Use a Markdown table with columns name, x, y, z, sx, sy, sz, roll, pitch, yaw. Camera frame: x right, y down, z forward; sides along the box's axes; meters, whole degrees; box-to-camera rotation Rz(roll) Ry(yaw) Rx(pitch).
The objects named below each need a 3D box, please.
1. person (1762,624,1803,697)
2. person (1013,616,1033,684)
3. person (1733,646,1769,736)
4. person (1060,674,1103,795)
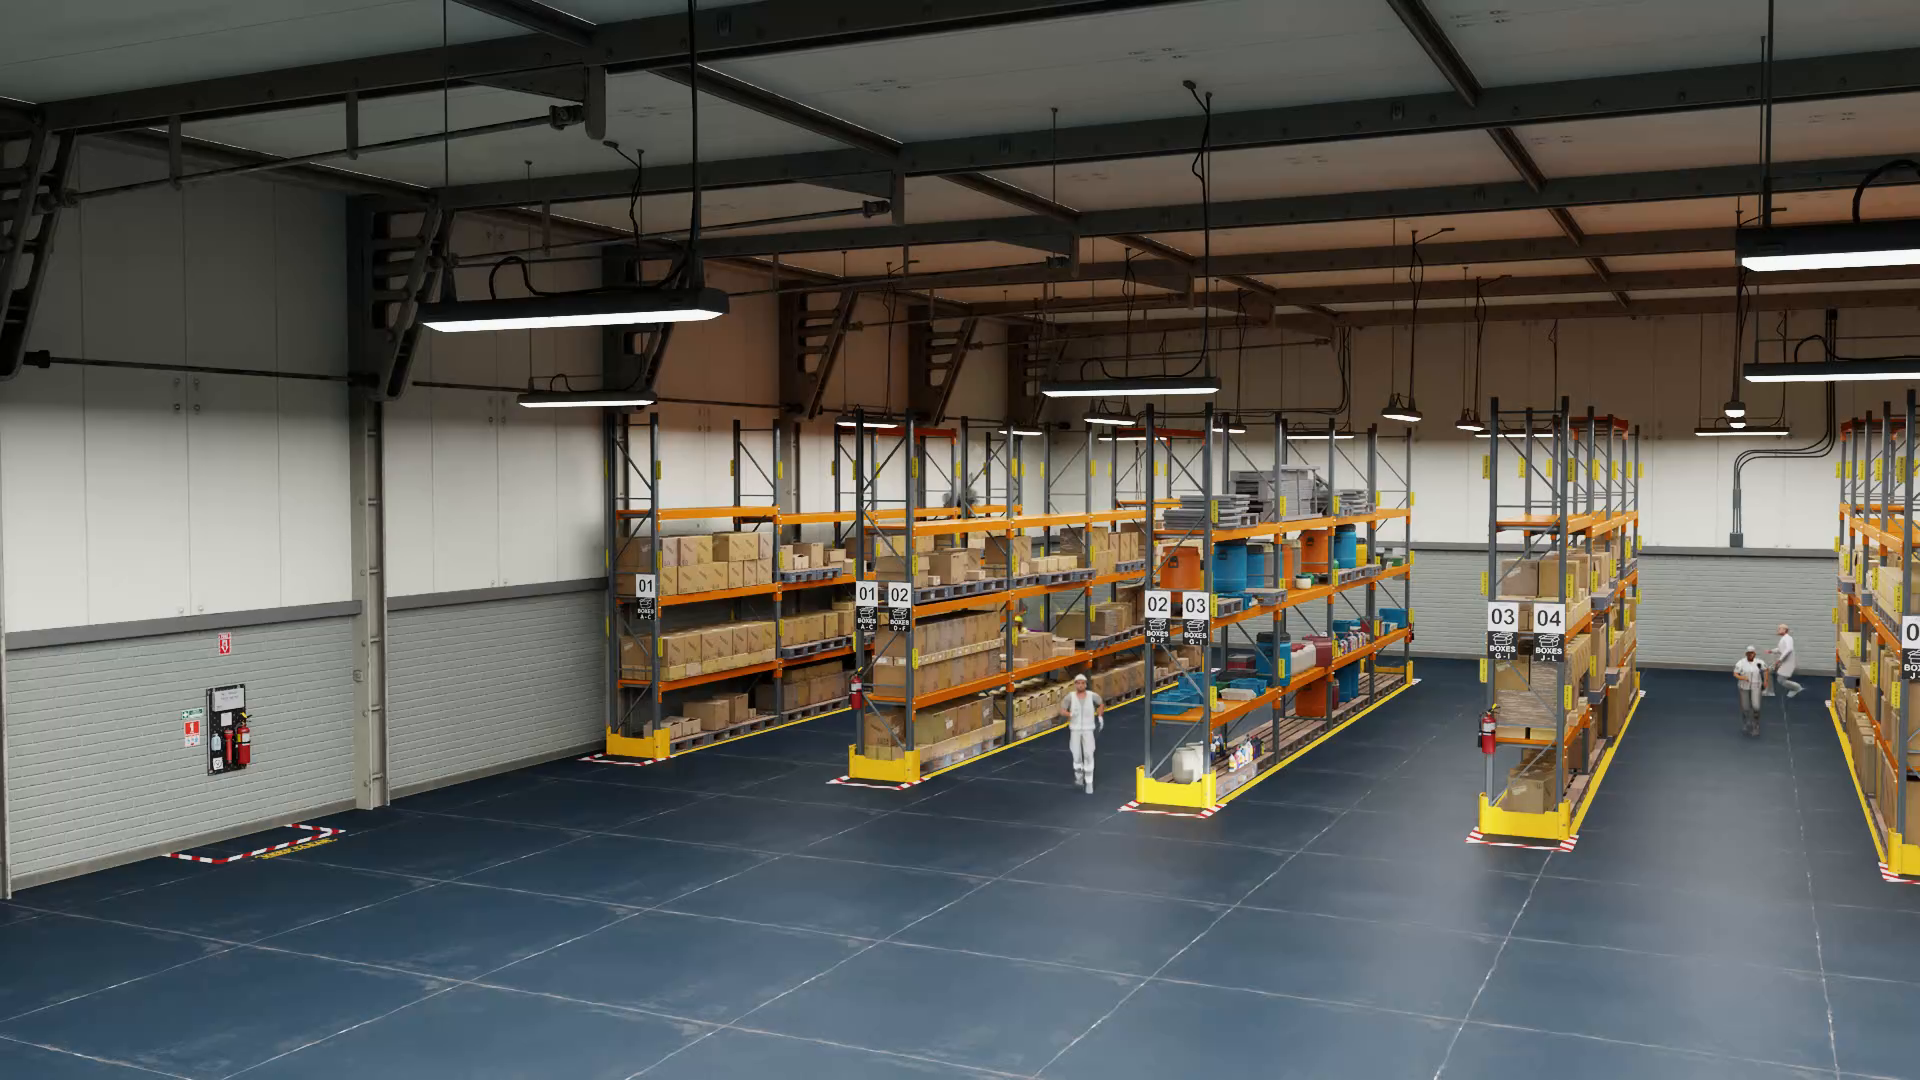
| name | x | y | z | sx | sy | sz | roll | pitch | yaw |
| --- | --- | --- | --- | --- | --- | --- | --- | --- | --- |
| person | 18.028 | 2.654 | 36.418 | 0.857 | 1.622 | 0.795 | 0 | 2 | 2 |
| person | 1.335 | 2.564 | 36.458 | 0.712 | 1.813 | 0.911 | 1 | 3 | 29 |
| person | 14.977 | 2.866 | 31.484 | 0.613 | 1.723 | 0.711 | 1 | 3 | 26 |
| person | 1.894 | 3.008 | 25.927 | 0.667 | 1.846 | 0.743 | 0 | 2 | 6 |
